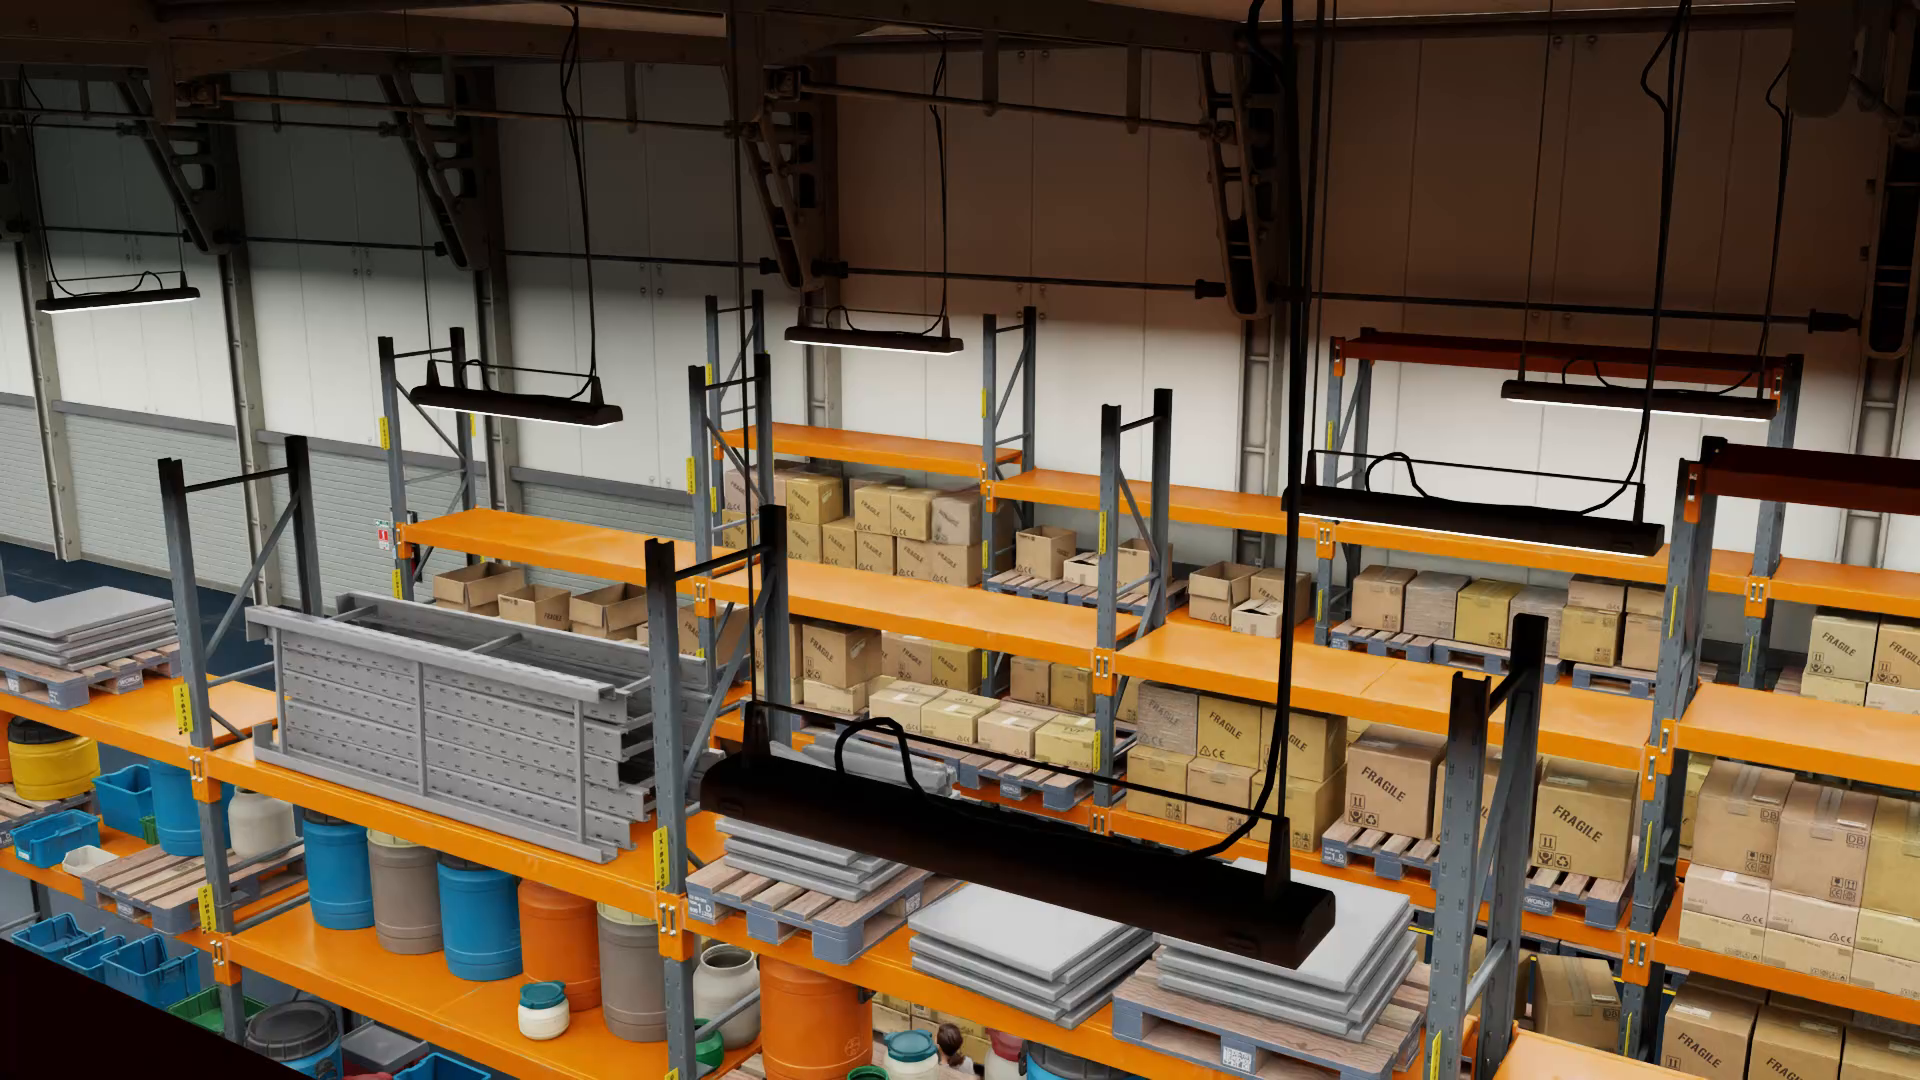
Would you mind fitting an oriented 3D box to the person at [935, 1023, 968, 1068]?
[{"bbox_3d":[-0.082,4.301,12.309,0.911,1.553,0.447,8,16,31],"label":"person"}]
